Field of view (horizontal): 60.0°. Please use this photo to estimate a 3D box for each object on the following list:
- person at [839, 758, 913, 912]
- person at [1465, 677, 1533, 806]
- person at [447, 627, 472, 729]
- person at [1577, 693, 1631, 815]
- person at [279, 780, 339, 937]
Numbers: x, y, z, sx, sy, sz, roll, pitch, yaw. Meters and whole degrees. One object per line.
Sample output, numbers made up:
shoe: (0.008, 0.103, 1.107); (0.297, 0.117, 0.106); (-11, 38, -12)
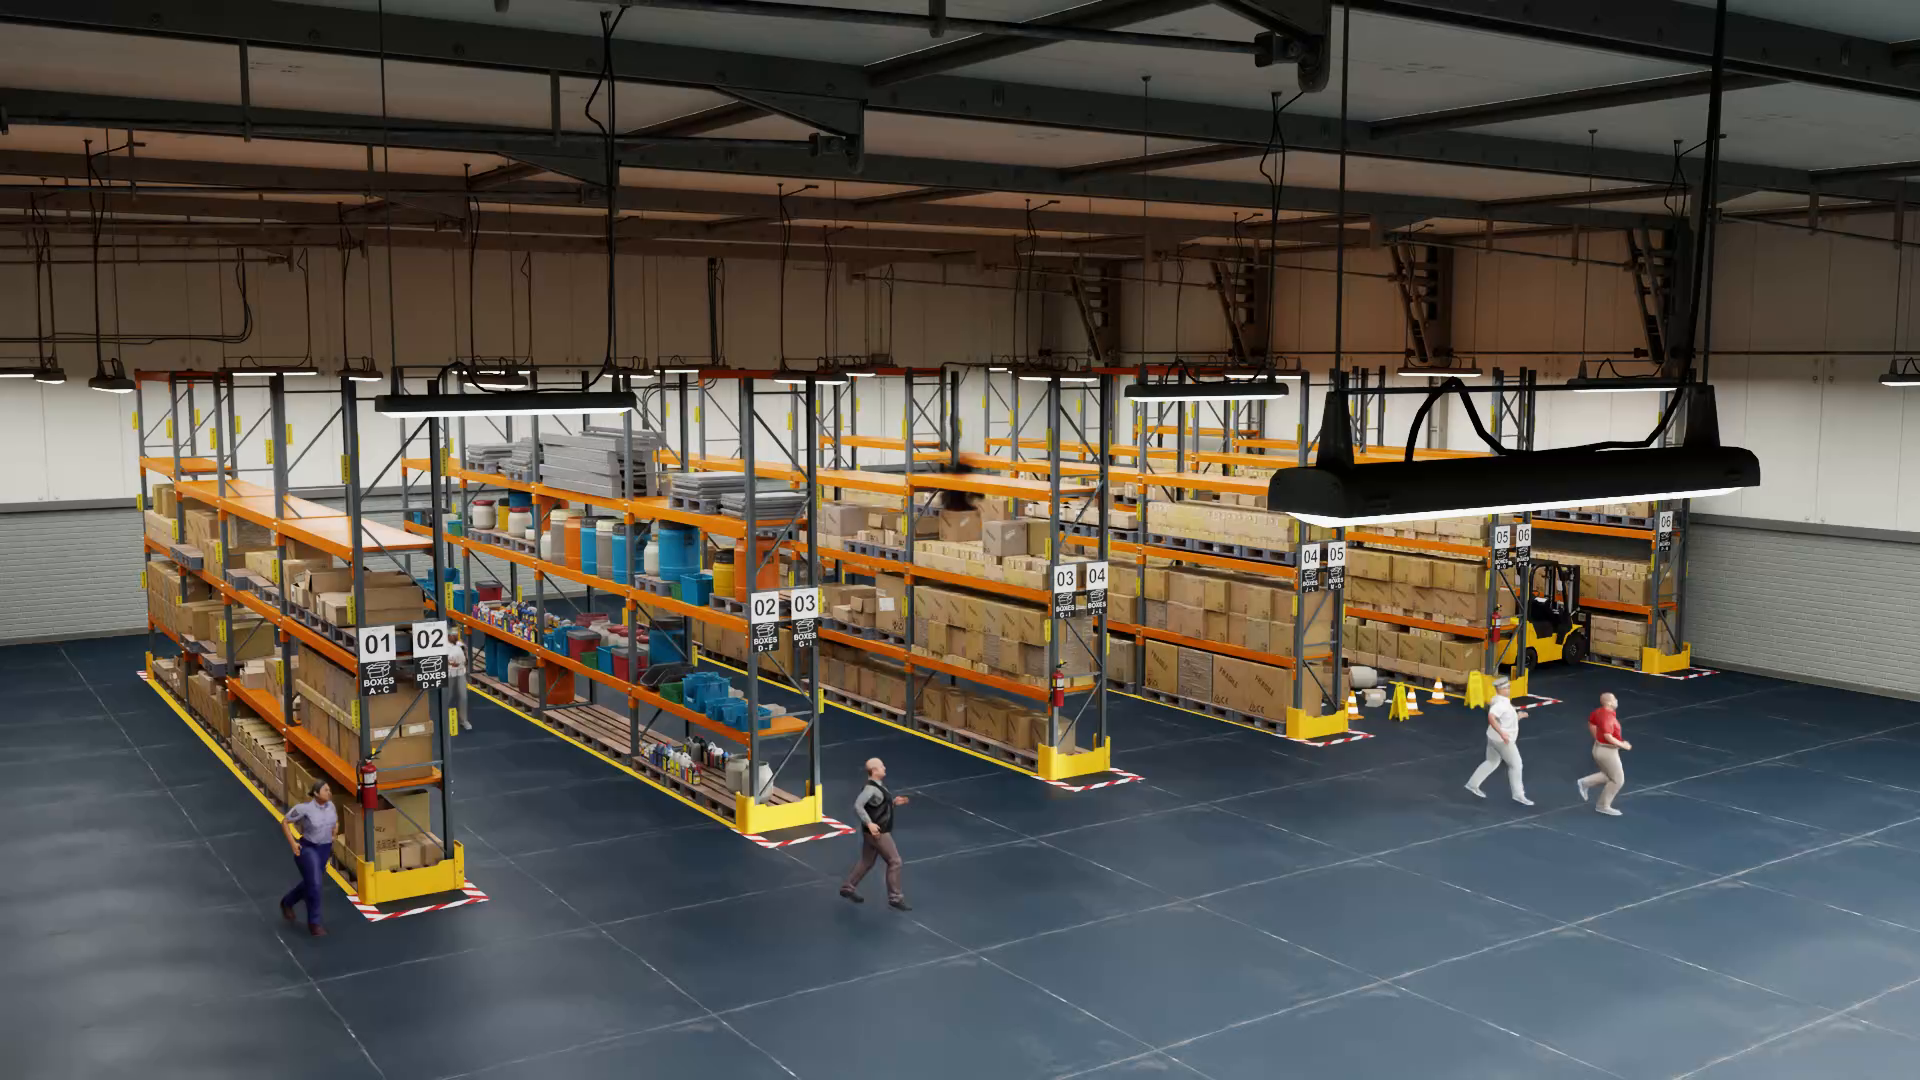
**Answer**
person: (-0.957, 3.341, 18.857); (0.836, 1.766, 0.635); (-1, 7, -8)
person: (7.594, 2.811, 23.313); (0.897, 1.807, 0.651); (0, 6, 0)
person: (-8.537, 2.302, 28.063); (0.544, 1.693, 0.870); (-6, 8, -41)
person: (8.866, 2.930, 22.871); (0.627, 1.692, 0.697); (1, 6, 6)
person: (-7.160, 3.479, 18.410); (0.854, 1.666, 0.636); (3, 7, 25)
